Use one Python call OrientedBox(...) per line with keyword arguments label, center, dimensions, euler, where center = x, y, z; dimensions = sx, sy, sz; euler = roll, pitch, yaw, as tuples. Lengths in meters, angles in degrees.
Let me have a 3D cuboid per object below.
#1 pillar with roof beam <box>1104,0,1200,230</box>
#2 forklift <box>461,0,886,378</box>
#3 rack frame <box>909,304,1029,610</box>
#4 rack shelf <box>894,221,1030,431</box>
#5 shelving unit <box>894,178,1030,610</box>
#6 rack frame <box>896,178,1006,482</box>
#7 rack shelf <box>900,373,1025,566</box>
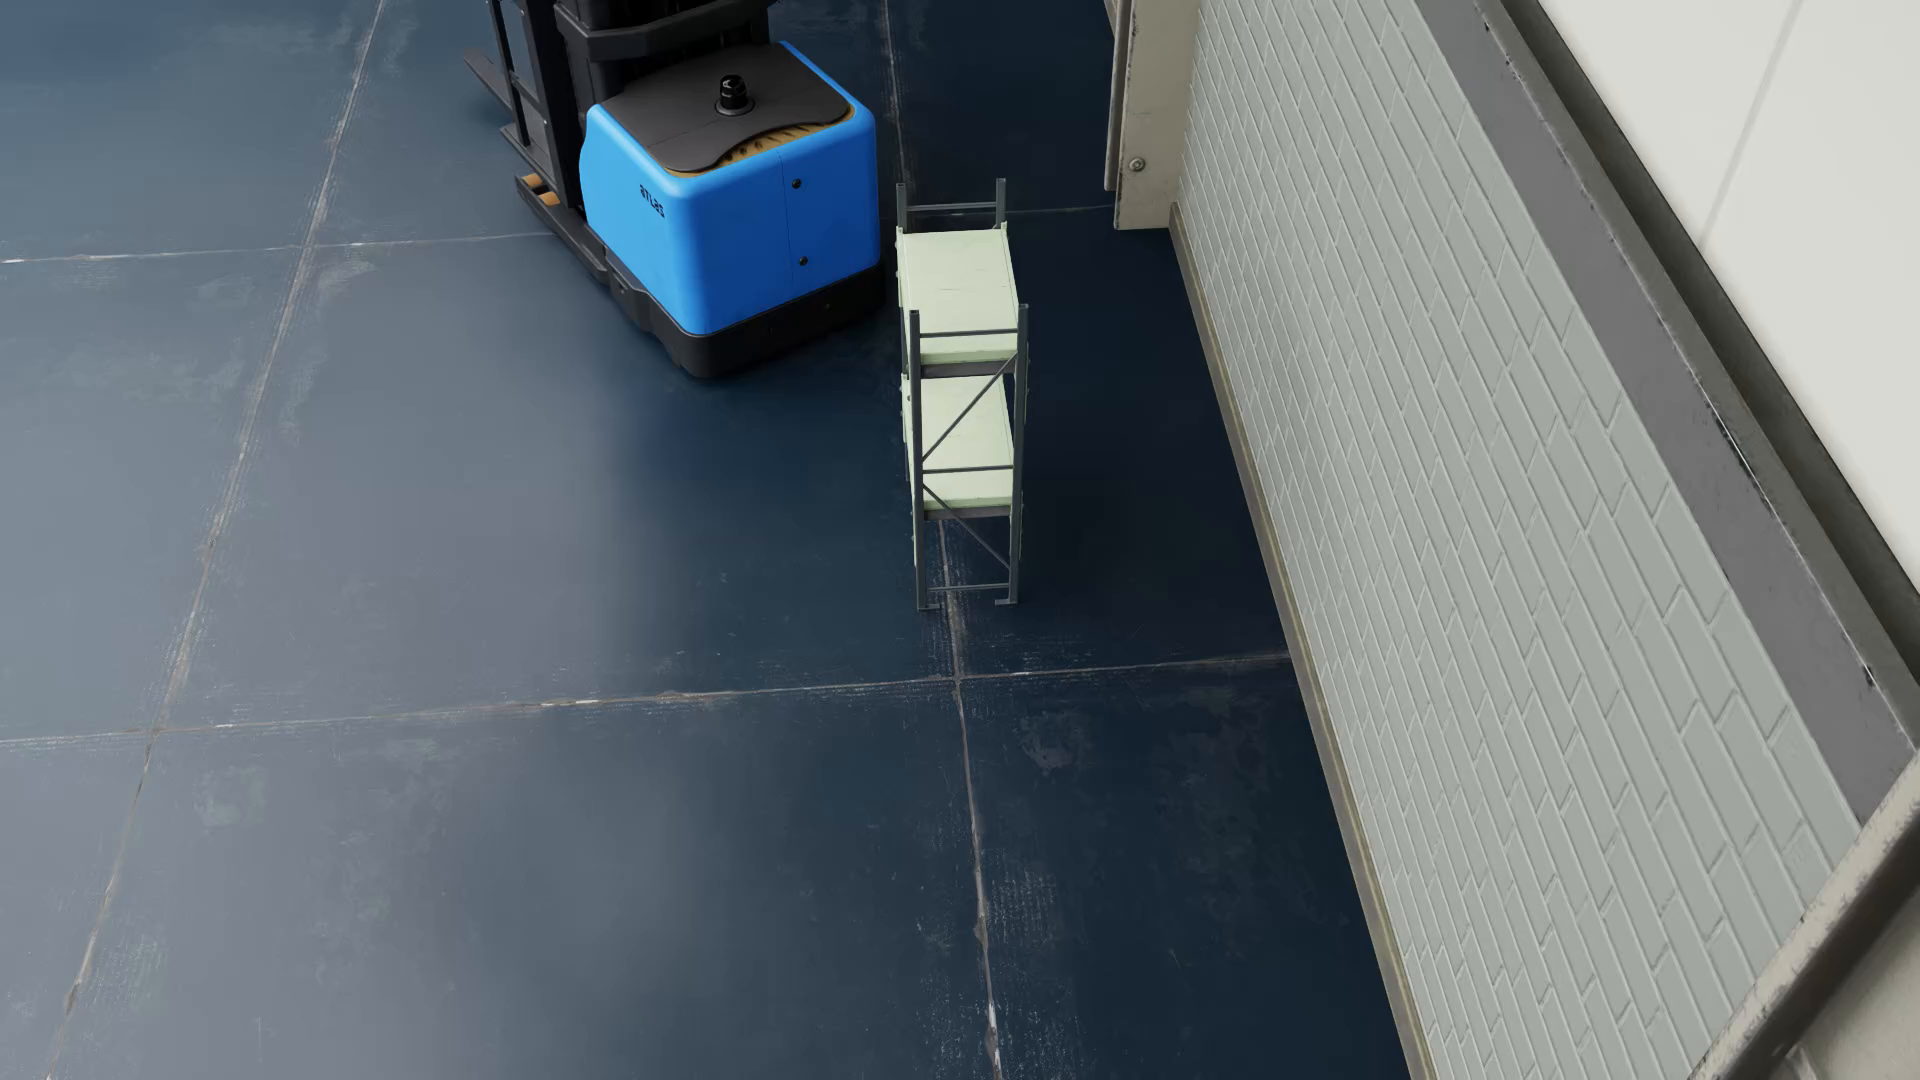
OrientedBox(label="pillar with roof beam", center=(-3.372, -4.545, 4.993), dimensions=(9.100, 9.000, 0.400), euler=(-3, 47, -3))
OrientedBox(label="forklift", center=(-1.602, -2.775, 7.496), dimensions=(1.130, 2.935, 3.031), euler=(-27, 52, -23))
OrientedBox(label="rack frame", center=(0.030, -0.256, 6.096), dimensions=(0.400, 1.500, 0.023), euler=(-3, 47, -3))
OrientedBox(label="rack shelf", center=(-0.001, -0.789, 6.063), dimensions=(0.431, 0.370, 0.720), euler=(-3, 47, -3))
OrientedBox(label="shelving unit", center=(-0.001, -0.521, 6.347), dimensions=(0.431, 1.500, 0.755), euler=(-3, 47, -3))
OrientedBox(label="rack frame", center=(-0.031, -0.785, 6.597), dimensions=(0.400, 1.500, 0.023), euler=(-3, 47, -3))
OrientedBox(label="rack shelf", center=(-0.001, -0.296, 6.583), dimensions=(0.431, 0.370, 0.720), euler=(-3, 47, -3))
